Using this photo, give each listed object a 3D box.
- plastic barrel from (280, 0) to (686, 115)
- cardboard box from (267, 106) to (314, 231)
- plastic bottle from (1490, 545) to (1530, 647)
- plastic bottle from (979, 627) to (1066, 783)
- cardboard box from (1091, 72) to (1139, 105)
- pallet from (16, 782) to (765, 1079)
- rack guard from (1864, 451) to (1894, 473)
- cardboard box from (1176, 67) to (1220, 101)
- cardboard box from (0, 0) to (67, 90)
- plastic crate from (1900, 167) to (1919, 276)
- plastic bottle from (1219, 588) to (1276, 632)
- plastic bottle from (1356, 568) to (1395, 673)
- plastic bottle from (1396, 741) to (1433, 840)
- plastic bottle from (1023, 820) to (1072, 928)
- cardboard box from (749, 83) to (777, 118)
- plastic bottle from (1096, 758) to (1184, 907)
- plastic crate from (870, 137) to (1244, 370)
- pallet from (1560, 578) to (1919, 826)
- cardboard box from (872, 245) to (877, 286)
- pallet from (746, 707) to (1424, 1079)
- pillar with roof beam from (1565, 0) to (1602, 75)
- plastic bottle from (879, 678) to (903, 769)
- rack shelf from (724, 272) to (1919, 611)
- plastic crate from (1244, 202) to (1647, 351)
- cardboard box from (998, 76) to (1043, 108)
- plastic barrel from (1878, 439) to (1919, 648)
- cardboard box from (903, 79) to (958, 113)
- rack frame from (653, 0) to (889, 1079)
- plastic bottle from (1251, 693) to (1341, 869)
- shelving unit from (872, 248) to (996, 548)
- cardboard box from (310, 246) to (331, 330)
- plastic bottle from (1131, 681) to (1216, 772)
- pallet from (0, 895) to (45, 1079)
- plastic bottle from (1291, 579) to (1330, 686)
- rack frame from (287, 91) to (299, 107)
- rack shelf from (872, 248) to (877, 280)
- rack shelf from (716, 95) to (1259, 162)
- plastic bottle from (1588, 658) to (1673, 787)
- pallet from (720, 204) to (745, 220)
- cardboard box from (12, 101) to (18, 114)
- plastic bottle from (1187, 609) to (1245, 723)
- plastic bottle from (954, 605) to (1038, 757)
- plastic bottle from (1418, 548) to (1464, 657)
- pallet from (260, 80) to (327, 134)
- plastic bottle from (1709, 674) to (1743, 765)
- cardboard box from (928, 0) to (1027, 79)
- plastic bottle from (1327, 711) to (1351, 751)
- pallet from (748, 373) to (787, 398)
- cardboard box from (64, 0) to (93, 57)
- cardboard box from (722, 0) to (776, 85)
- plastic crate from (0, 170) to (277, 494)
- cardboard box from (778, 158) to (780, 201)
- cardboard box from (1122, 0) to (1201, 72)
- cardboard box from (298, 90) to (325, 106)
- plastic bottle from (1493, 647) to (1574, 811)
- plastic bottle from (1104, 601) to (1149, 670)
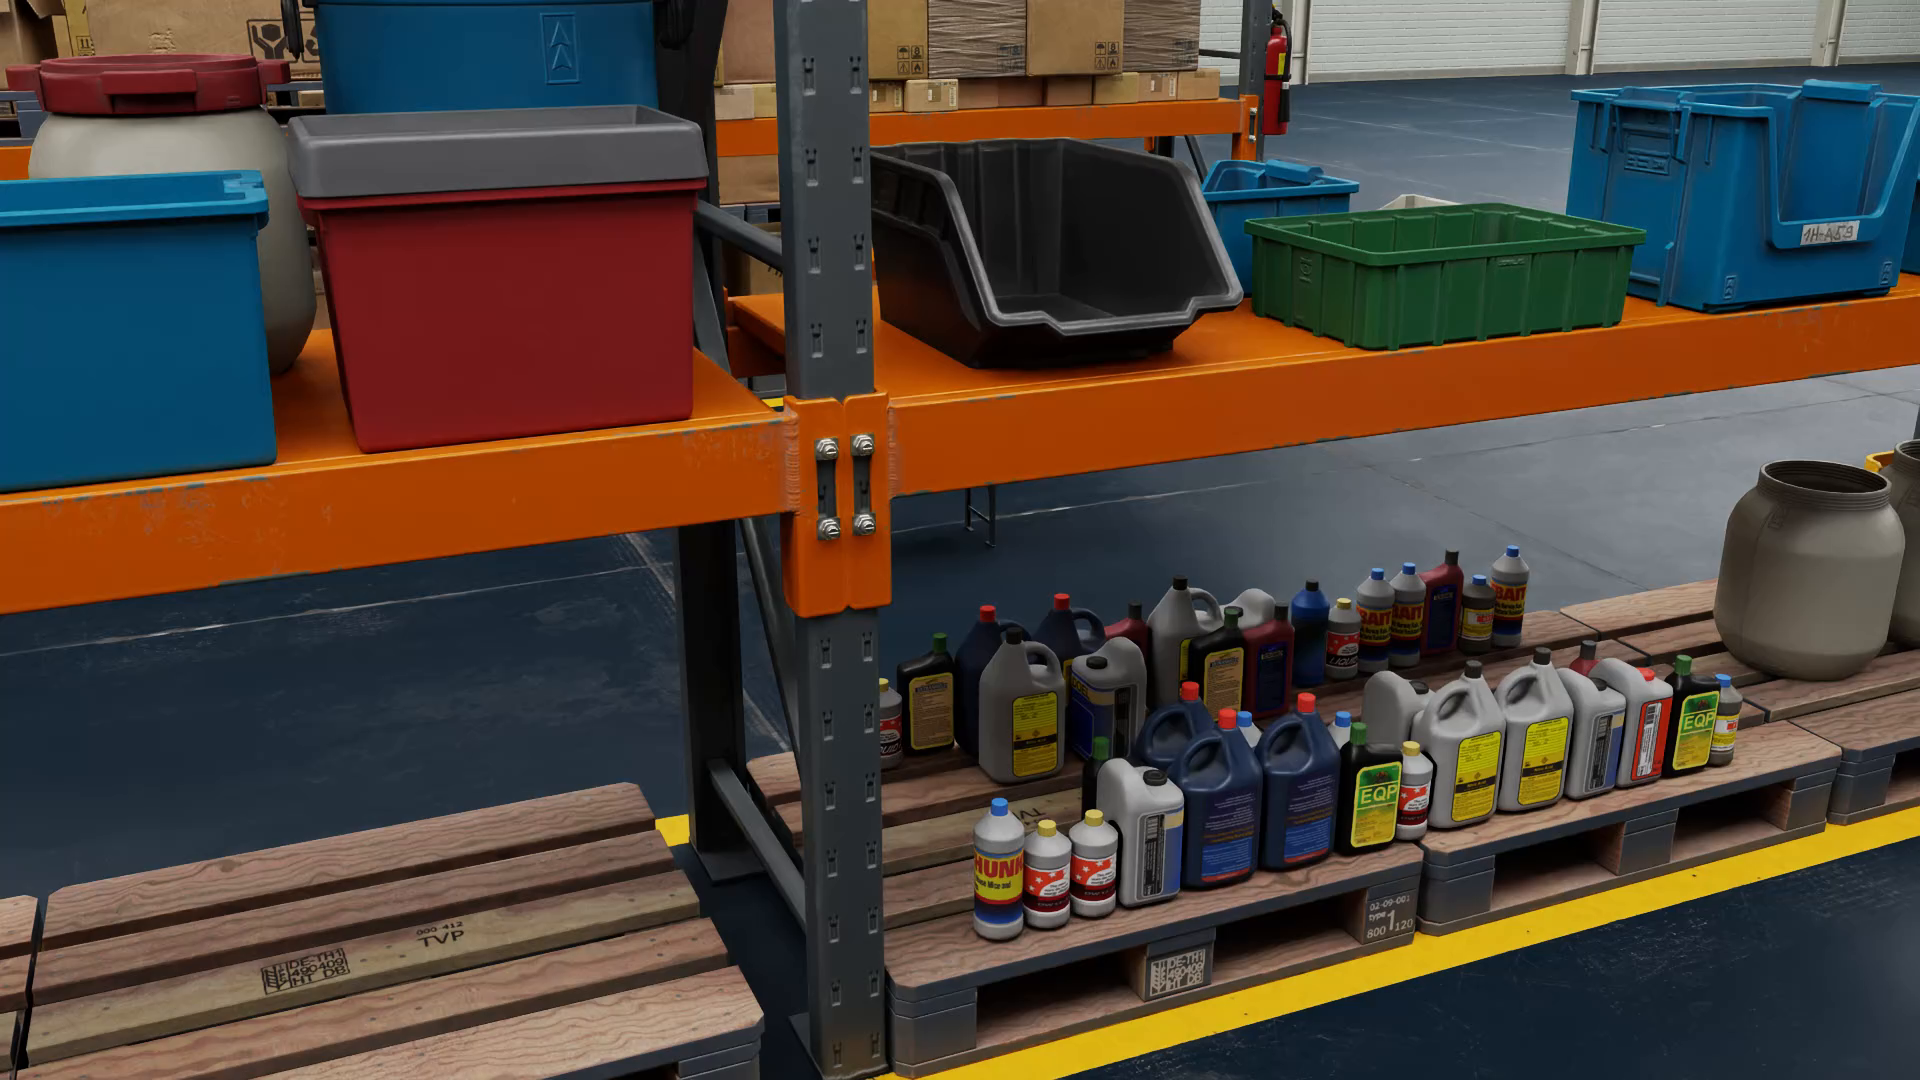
[{"bbox_3d":[-0.867,-0.827,3.100,0.708,0.901,0.600,-8,21,-22],"label":"plastic barrel"},{"bbox_3d":[-4.760,-2.613,11.683,0.750,0.750,1.050,-8,21,-22],"label":"cardboard box"},{"bbox_3d":[1.493,0.147,4.533,0.097,0.271,0.097,0,19,0],"label":"plastic bottle"},{"bbox_3d":[0.142,0.364,3.798,0.185,0.351,0.144,-8,21,-22],"label":"plastic bottle"},{"bbox_3d":[0.700,-2.286,8.375,0.250,0.149,0.380,-8,21,-22],"label":"cardboard box"},{"bbox_3d":[-1.098,0.881,3.202,1.213,0.211,1.003,-8,21,-22],"label":"pallet"},{"bbox_3d":[3.230,0.128,4.906,0.348,0.500,1.175,-8,21,-22],"label":"rack guard"},{"bbox_3d":[1.139,-2.367,8.606,0.250,0.149,0.380,-8,21,-22],"label":"cardboard box"},{"bbox_3d":[-3.909,-2.050,6.541,0.637,0.503,0.797,-6,20,-16],"label":"cardboard box"},{"bbox_3d":[2.341,-0.765,3.901,0.408,0.251,0.499,-8,21,-22],"label":"plastic crate"},{"bbox_3d":[0.709,0.267,4.185,0.135,0.276,0.152,-8,21,-21],"label":"plastic bottle"},{"bbox_3d":[1.086,0.206,4.367,0.097,0.271,0.097,0,19,0],"label":"plastic bottle"},{"bbox_3d":[0.956,0.529,3.555,0.097,0.201,0.097,0,19,0],"label":"plastic bottle"},{"bbox_3d":[0.168,0.641,3.235,0.097,0.201,0.097,0,19,0],"label":"plastic bottle"},{"bbox_3d":[-0.899,-2.050,7.705,0.250,0.149,0.380,-8,21,-22],"label":"cardboard box"},{"bbox_3d":[0.360,0.569,3.329,0.135,0.276,0.152,-7,21,-20],"label":"plastic bottle"},{"bbox_3d":[0.139,-0.550,3.161,0.504,0.338,0.767,-8,21,-22],"label":"plastic crate"},{"bbox_3d":[2.482,0.369,4.655,1.213,0.211,1.003,-8,21,-22],"label":"pallet"},{"bbox_3d":[-0.378,-1.362,8.506,0.500,0.500,0.500,-6,20,-17],"label":"cardboard box"},{"bbox_3d":[0.241,0.690,3.744,1.213,0.211,1.003,-8,21,-22],"label":"pallet"},{"bbox_3d":[12.661,-11.189,24.251,0.400,9.000,9.100,-8,21,-22],"label":"pillar with roof beam"},{"bbox_3d":[-0.182,0.420,3.863,0.097,0.201,0.097,0,19,0],"label":"plastic bottle"},{"bbox_3d":[1.445,-0.473,3.932,4.000,0.370,1.077,-8,21,-22],"label":"rack shelf"},{"bbox_3d":[0.966,-0.542,3.363,0.662,0.188,0.450,-8,21,-22],"label":"plastic crate"},{"bbox_3d":[0.219,-2.237,8.238,0.250,0.149,0.380,-8,21,-22],"label":"cardboard box"},{"bbox_3d":[2.707,0.010,4.591,0.421,0.512,0.421,0,19,0],"label":"plastic barrel"},{"bbox_3d":[-0.196,-2.138,7.955,0.250,0.149,0.380,-8,21,-22],"label":"cardboard box"},{"bbox_3d":[-0.392,-0.549,3.066,0.127,3.000,1.000,-8,21,-22],"label":"rack frame"},{"bbox_3d":[0.687,0.488,3.445,0.185,0.351,0.144,-9,21,-24],"label":"plastic bottle"},{"bbox_3d":[-0.152,-0.544,5.761,0.503,1.200,0.258,-8,21,-22],"label":"shelving unit"},{"bbox_3d":[-2.926,-1.014,7.487,0.500,0.500,0.700,-10,22,-26],"label":"cardboard box"},{"bbox_3d":[0.457,0.469,3.500,0.185,0.351,0.144,-8,21,-22],"label":"plastic bottle"},{"bbox_3d":[-2.219,1.043,2.742,1.213,0.211,1.003,-8,21,-22],"label":"pallet"},{"bbox_3d":[0.900,0.232,4.291,0.097,0.271,0.097,0,19,0],"label":"plastic bottle"},{"bbox_3d":[-8.249,-6.595,20.236,0.127,3.000,1.000,-8,21,-22],"label":"rack frame"},{"bbox_3d":[-0.152,-0.915,5.630,0.480,0.148,0.258,-8,21,-22],"label":"rack shelf"},{"bbox_3d":[-0.517,-1.983,8.222,4.000,0.370,1.077,-8,21,-22],"label":"rack shelf"},{"bbox_3d":[1.526,0.402,3.803,0.135,0.276,0.152,-8,21,-22],"label":"plastic bottle"},{"bbox_3d":[-2.374,-2.508,12.828,1.213,0.211,1.003,-8,21,-22],"label":"pallet"},{"bbox_3d":[-10.746,-5.313,19.538,0.625,0.625,0.875,-7,21,-20],"label":"cardboard box"},{"bbox_3d":[0.622,0.312,4.047,0.133,0.283,0.061,-8,21,-22],"label":"plastic bottle"},{"bbox_3d":[0.085,0.320,3.923,0.185,0.351,0.144,-9,21,-23],"label":"plastic bottle"},{"bbox_3d":[1.278,0.166,4.462,0.133,0.283,0.061,-8,21,-21],"label":"plastic bottle"},{"bbox_3d":[-3.113,-1.913,7.228,1.213,0.211,1.003,-8,21,-22],"label":"pallet"},{"bbox_3d":[1.768,0.412,3.886,0.097,0.201,0.097,0,19,0],"label":"plastic bottle"},{"bbox_3d":[-0.085,-2.554,8.162,0.500,0.500,0.875,-8,21,-22],"label":"cardboard box"},{"bbox_3d":[0.807,0.495,3.546,0.097,0.271,0.097,0,19,0],"label":"plastic bottle"},{"bbox_3d":[-0.629,-1.005,8.559,1.213,0.211,1.003,-8,21,-22],"label":"pallet"},{"bbox_3d":[-5.527,-3.350,10.868,0.500,0.500,0.500,-8,21,-21],"label":"cardboard box"},{"bbox_3d":[-1.024,-2.439,7.834,0.500,0.500,0.875,-8,21,-22],"label":"cardboard box"},{"bbox_3d":[-1.281,-0.302,2.387,0.575,0.384,0.392,-8,21,-22],"label":"plastic crate"},{"bbox_3d":[-1.149,-3.198,13.156,0.875,0.875,0.875,-8,21,-22],"label":"cardboard box"},{"bbox_3d":[0.803,-2.709,8.602,0.500,0.500,0.875,-8,21,-22],"label":"cardboard box"},{"bbox_3d":[-5.546,-3.721,14.697,0.500,0.500,0.500,-8,21,-22],"label":"cardboard box"},{"bbox_3d":[1.248,0.408,3.673,0.185,0.351,0.144,-7,21,-20],"label":"plastic bottle"},{"bbox_3d":[0.395,0.292,4.103,0.133,0.283,0.061,-7,20,-18],"label":"plastic bottle"}]
